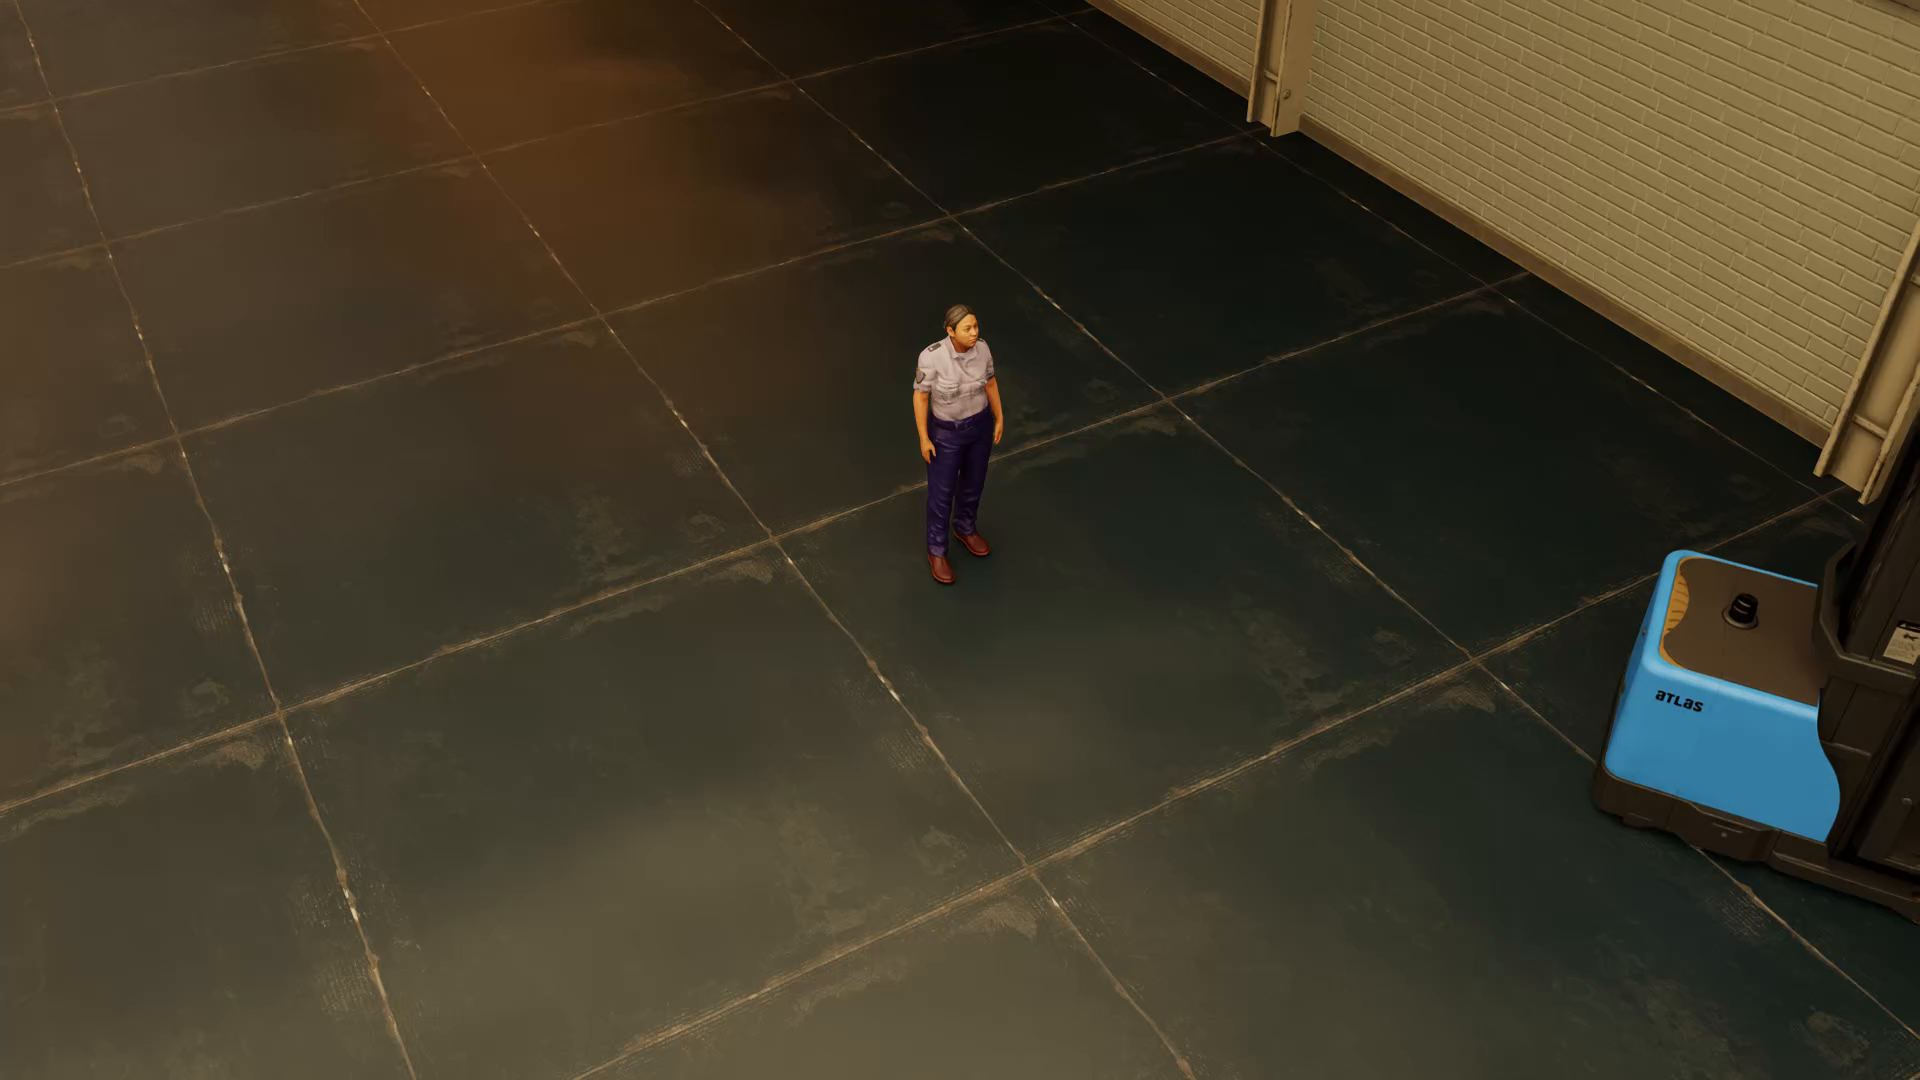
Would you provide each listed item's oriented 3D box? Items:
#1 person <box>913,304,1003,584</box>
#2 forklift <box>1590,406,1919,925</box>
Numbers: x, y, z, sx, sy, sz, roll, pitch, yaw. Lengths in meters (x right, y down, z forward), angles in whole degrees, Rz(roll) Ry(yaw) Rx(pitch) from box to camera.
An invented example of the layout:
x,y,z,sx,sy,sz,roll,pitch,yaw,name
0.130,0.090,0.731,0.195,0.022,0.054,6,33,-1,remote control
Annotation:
x,y,z,sx,sy,sz,roll,pitch,yaw,name
0.025,-0.582,9.732,0.597,1.651,0.502,-20,44,-23,person
4.824,0.414,7.538,3.031,2.935,1.130,17,43,20,forklift
